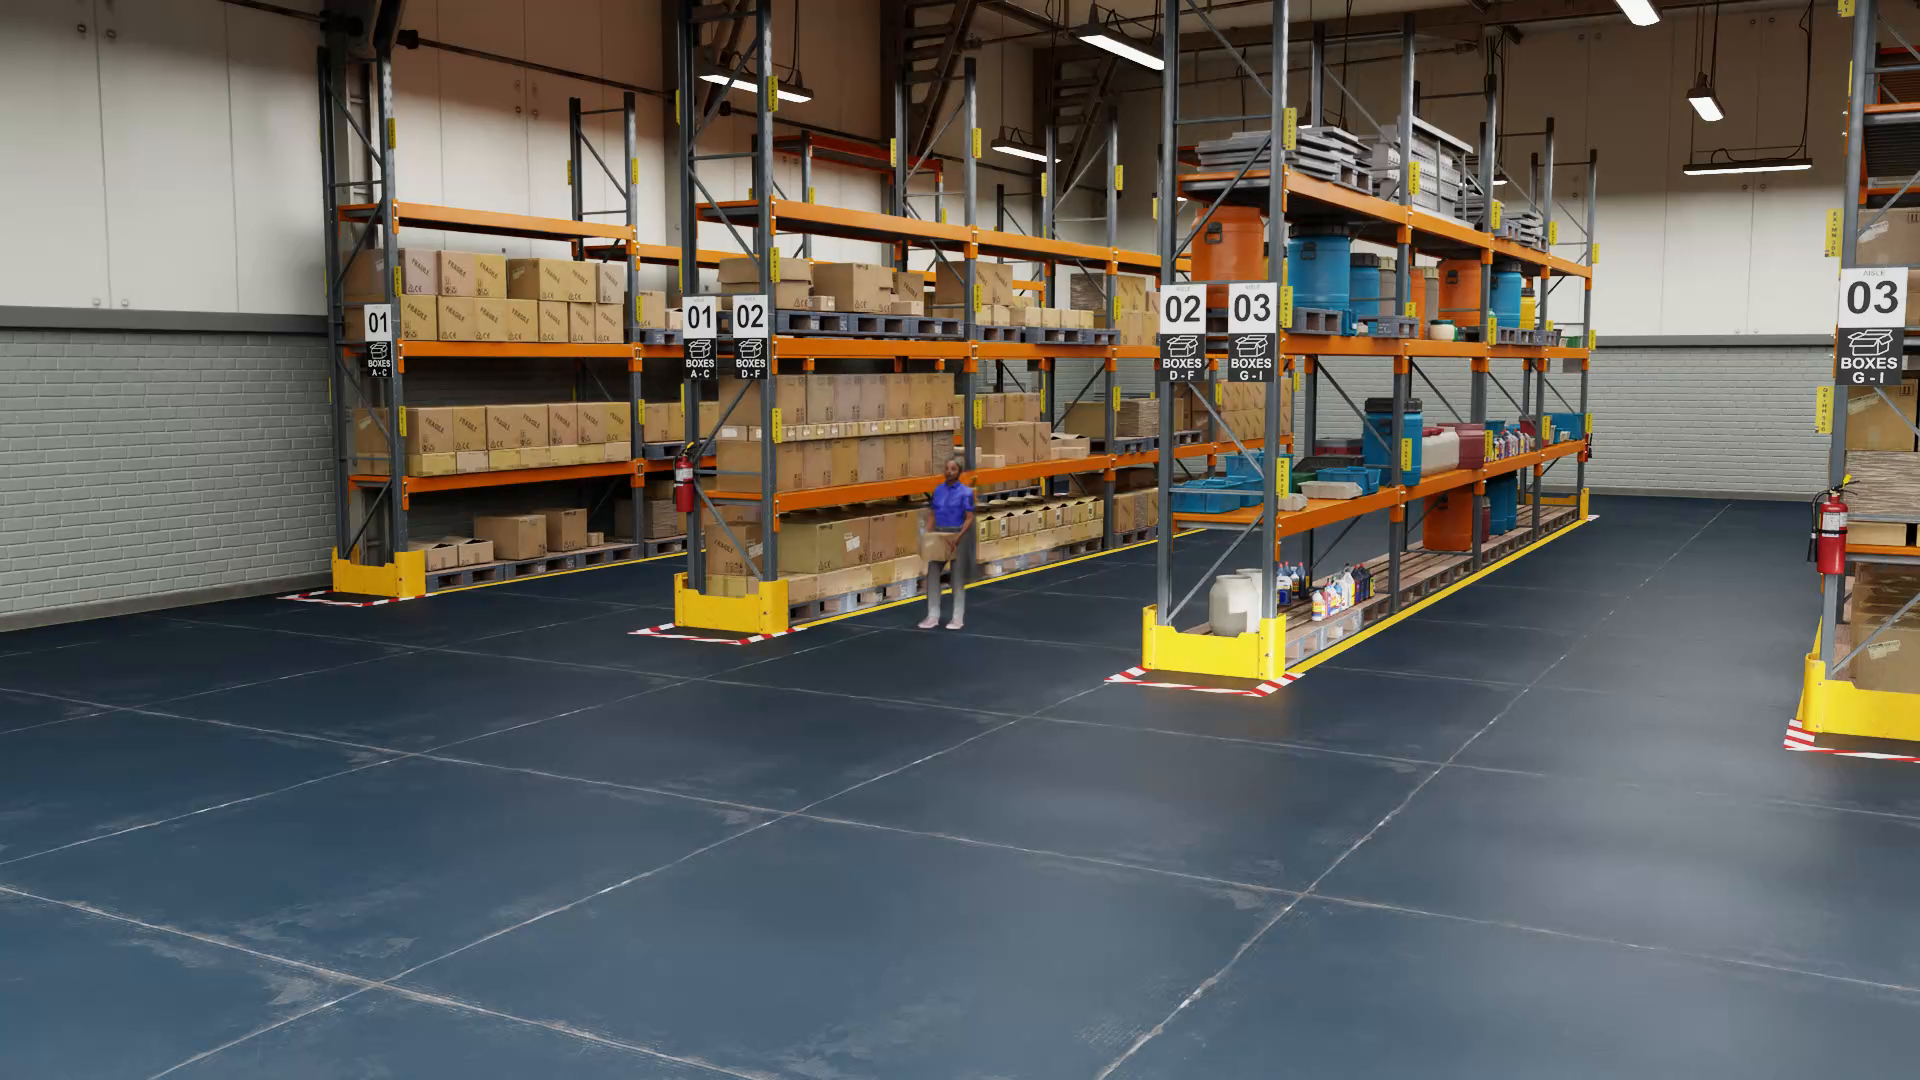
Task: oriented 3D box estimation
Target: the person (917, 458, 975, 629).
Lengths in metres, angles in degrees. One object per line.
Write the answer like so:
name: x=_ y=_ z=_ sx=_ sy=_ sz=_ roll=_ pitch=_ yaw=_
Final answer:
person: x=-0.126 y=0.037 z=16.081 sx=0.535 sy=1.655 sz=0.414 roll=3 pitch=7 yaw=28
